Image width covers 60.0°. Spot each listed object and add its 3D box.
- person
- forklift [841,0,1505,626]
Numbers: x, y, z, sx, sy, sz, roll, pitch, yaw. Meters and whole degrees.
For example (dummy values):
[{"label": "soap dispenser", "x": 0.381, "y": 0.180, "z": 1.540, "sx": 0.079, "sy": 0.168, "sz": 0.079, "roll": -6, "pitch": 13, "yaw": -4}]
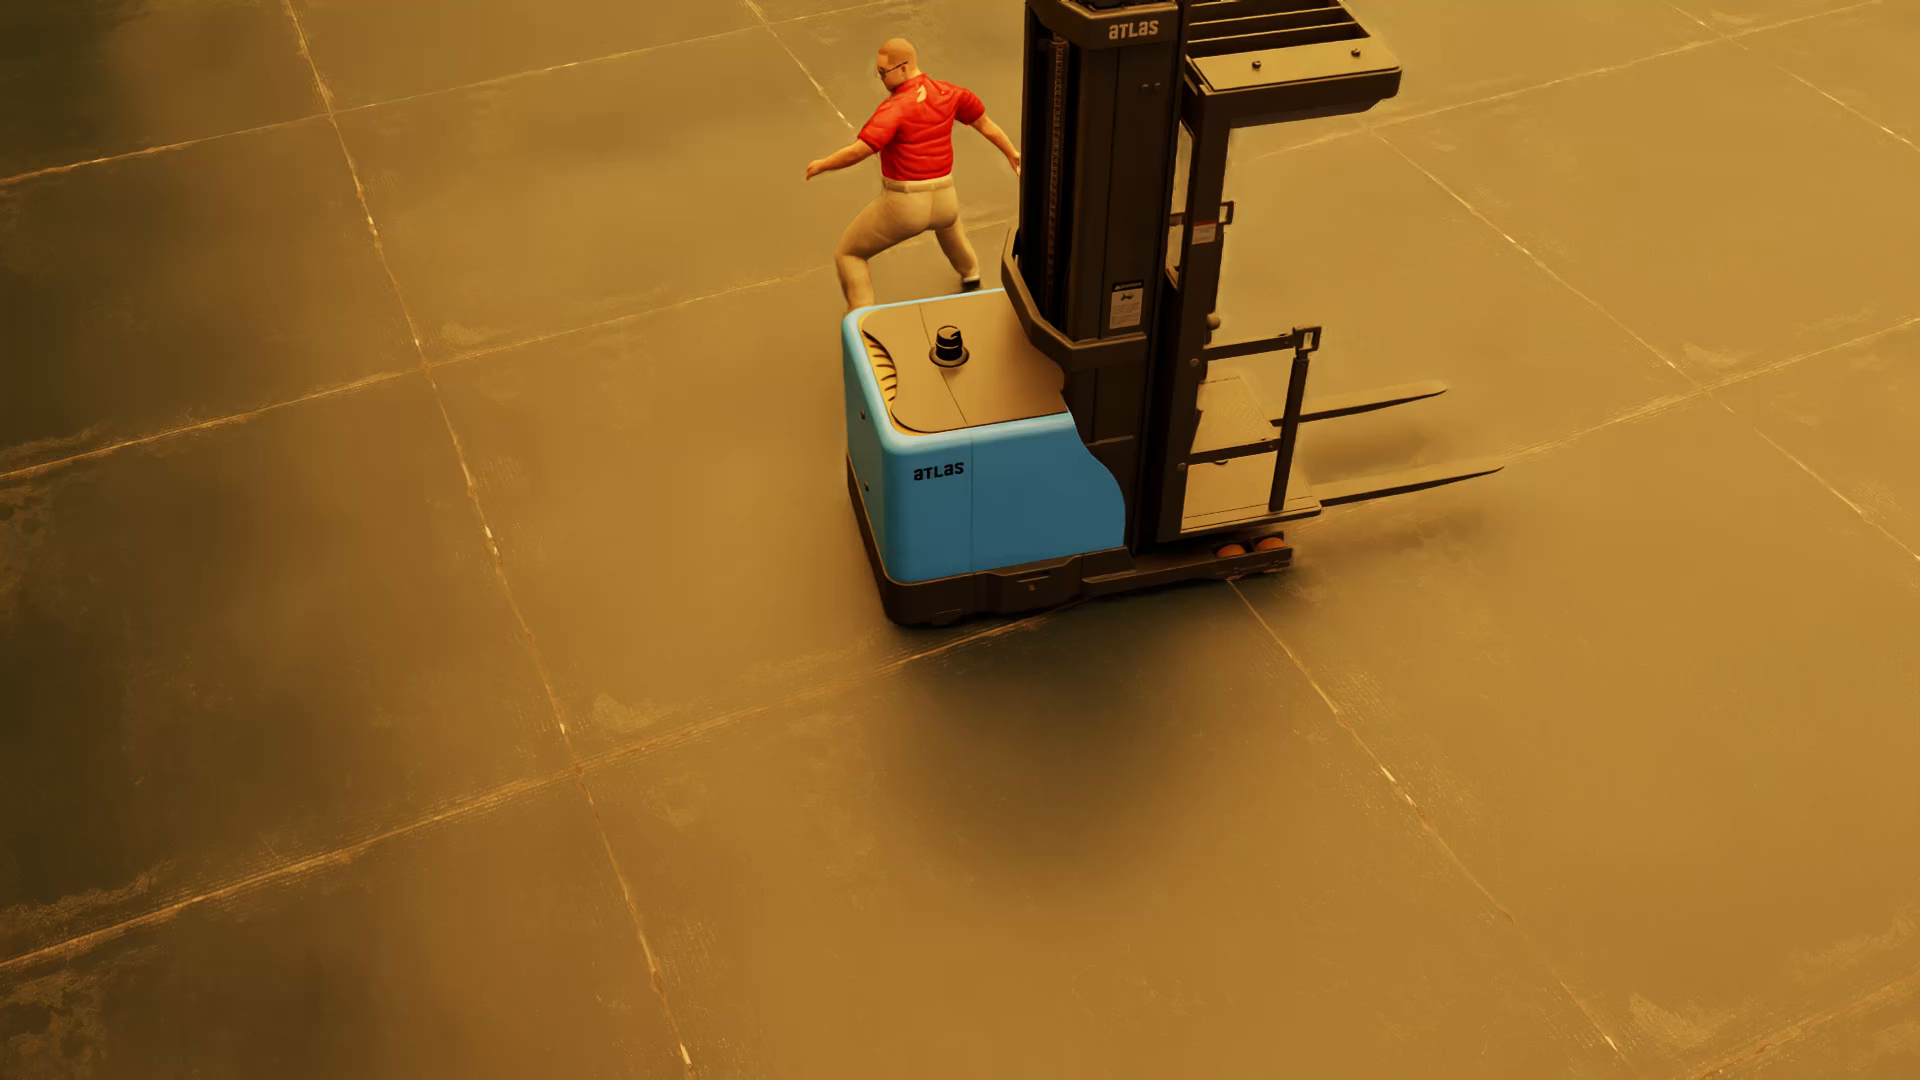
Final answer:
[{"label": "person", "x": -0.198, "y": -1.802, "z": 8.696, "sx": 1.151, "sy": 1.687, "sz": 0.547, "roll": -25, "pitch": 49, "yaw": -24}, {"label": "forklift", "x": 1.037, "y": -1.230, "z": 6.998, "sx": 3.031, "sy": 2.935, "sz": 1.130, "roll": -10, "pitch": 44, "yaw": -10}]
